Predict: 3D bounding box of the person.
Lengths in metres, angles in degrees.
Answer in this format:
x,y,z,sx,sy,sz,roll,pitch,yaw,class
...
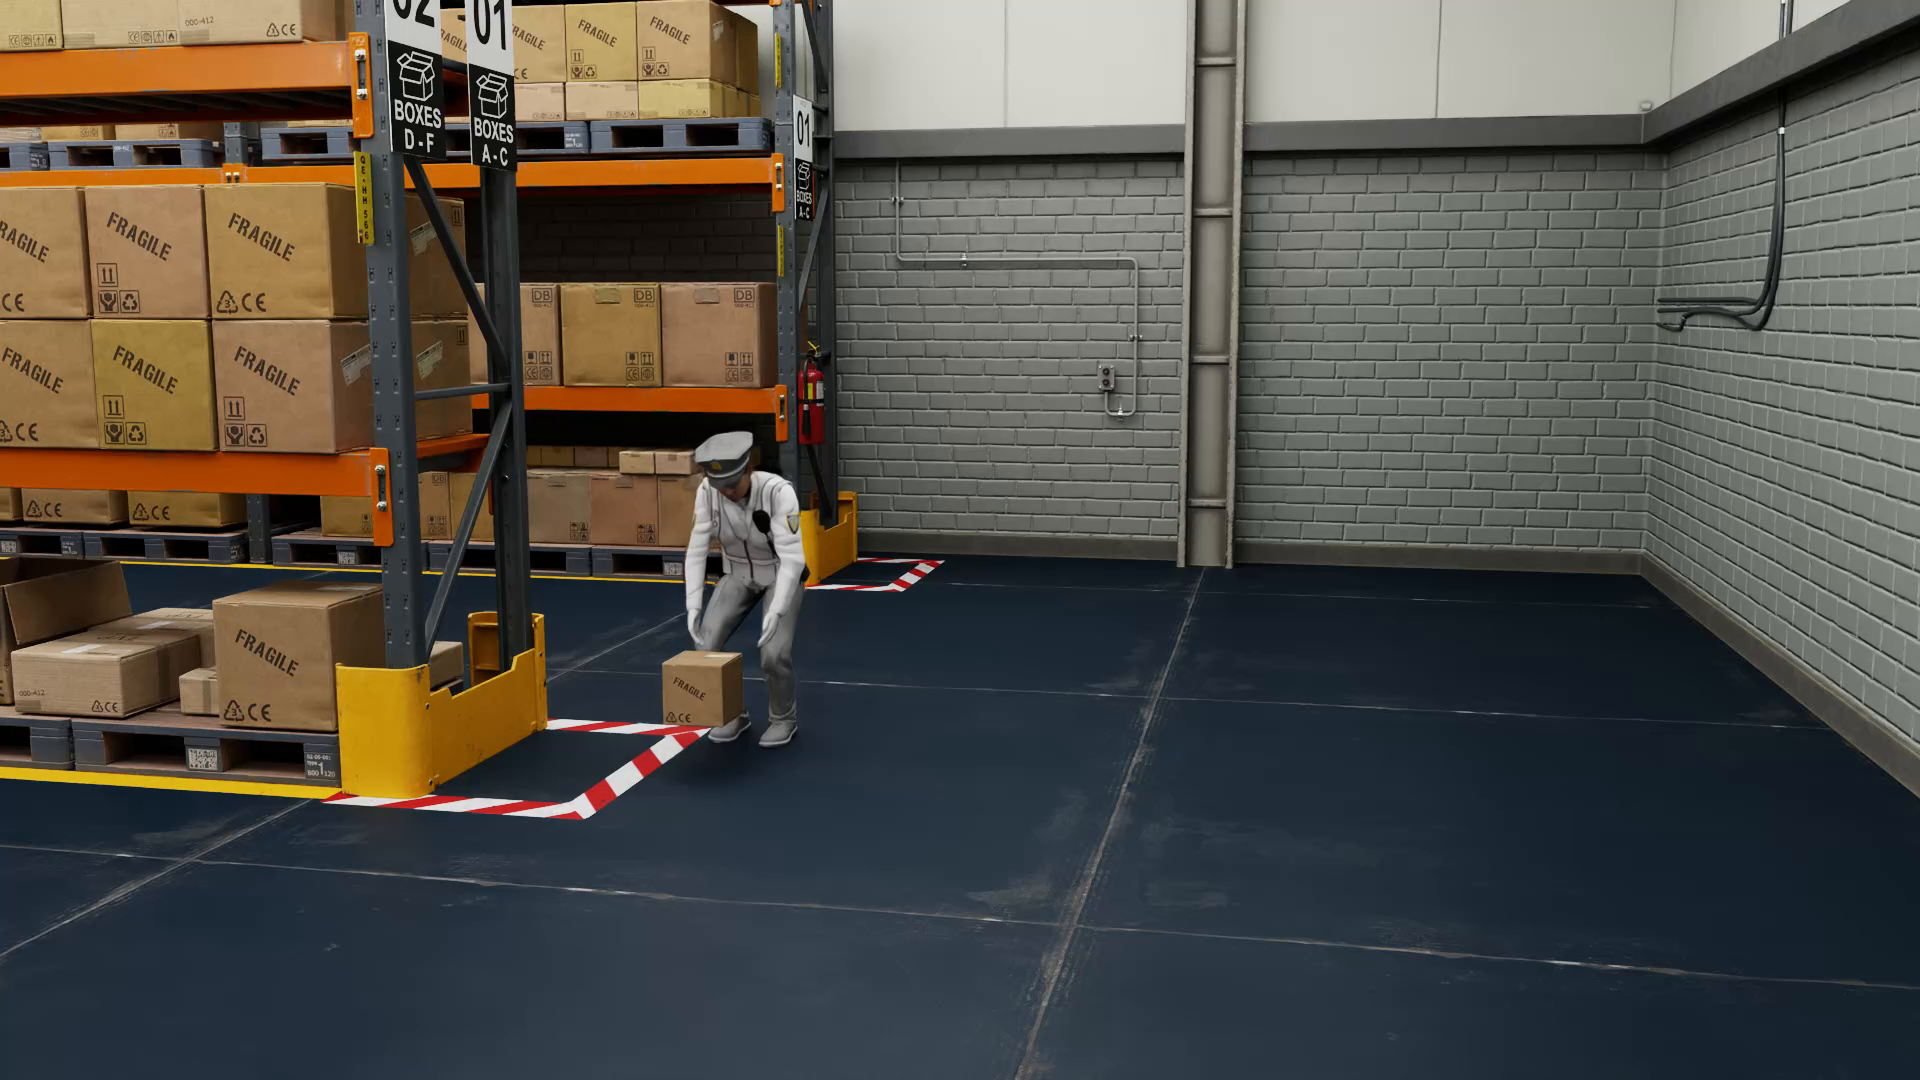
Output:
x,y,z,sx,sy,sz,roll,pitch,yaw,class
-0.877,0.205,7.025,0.535,1.349,0.723,3,8,18,person
